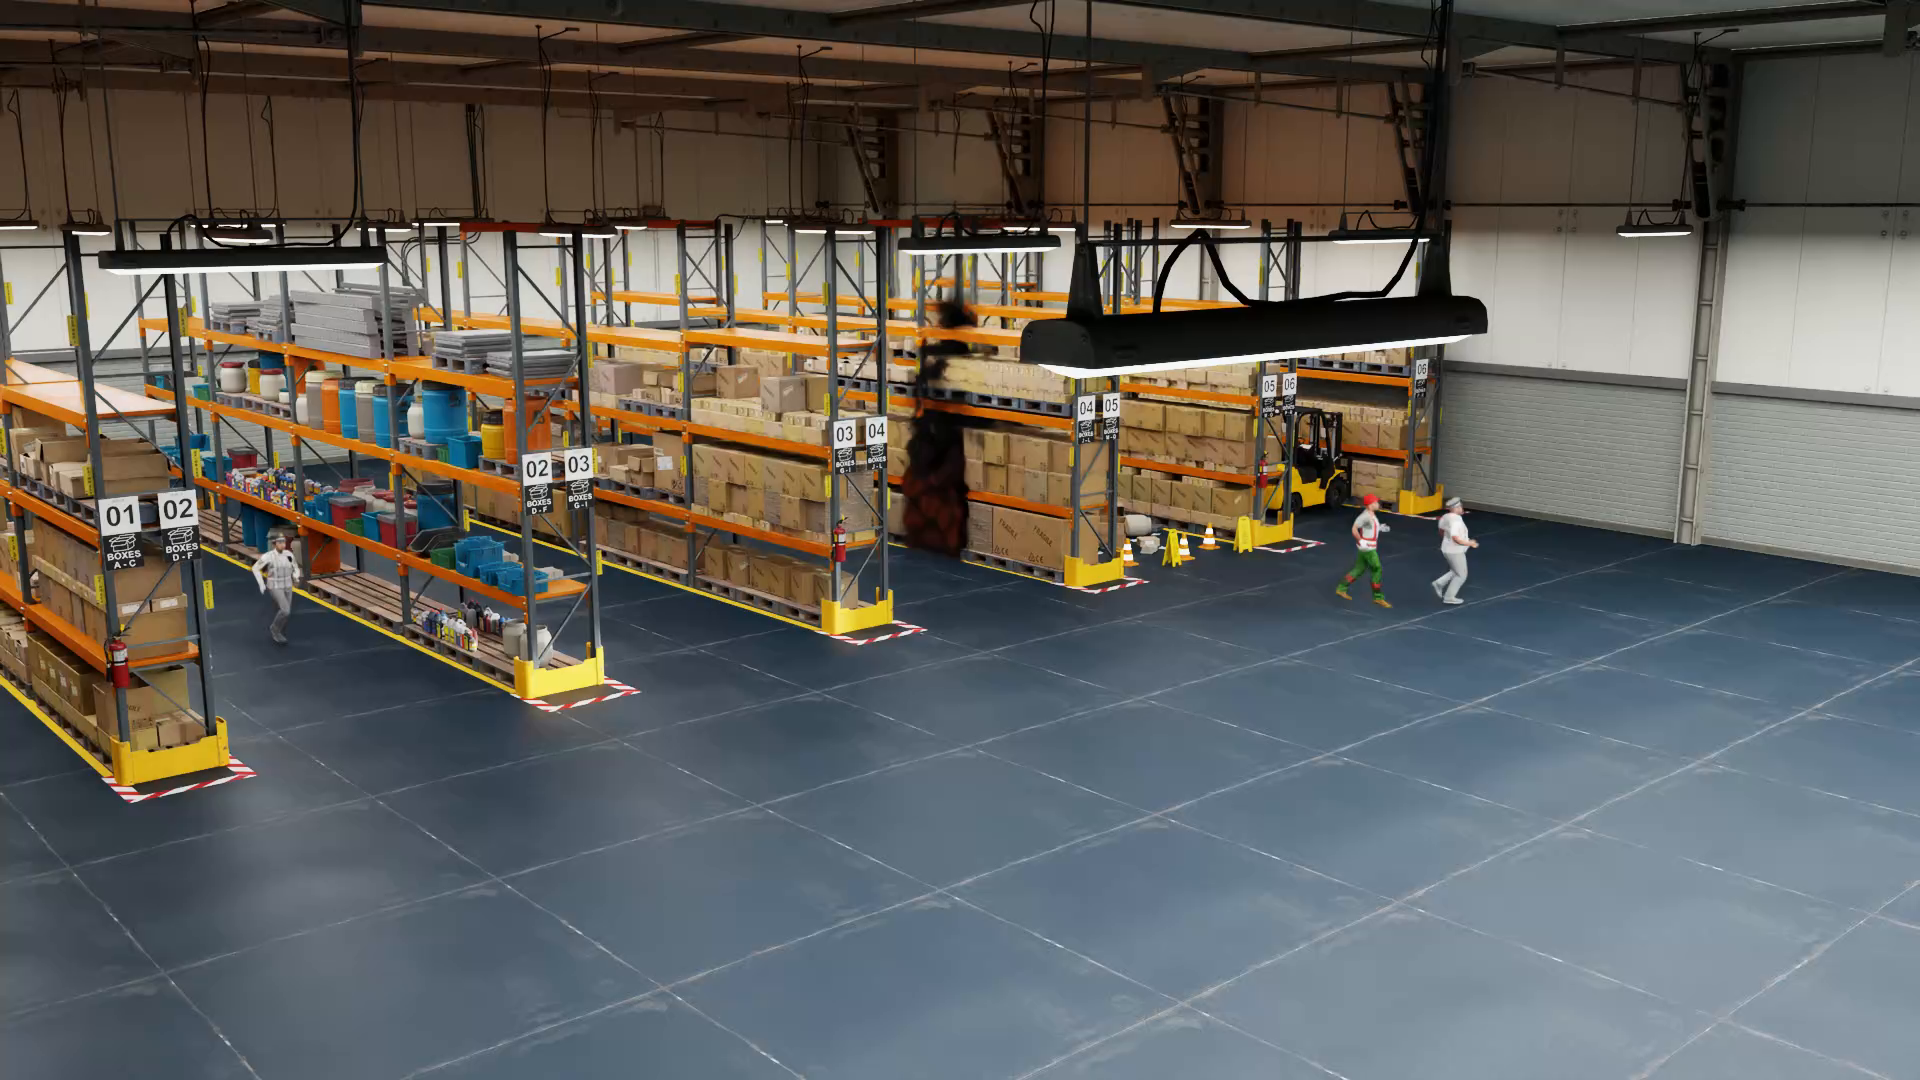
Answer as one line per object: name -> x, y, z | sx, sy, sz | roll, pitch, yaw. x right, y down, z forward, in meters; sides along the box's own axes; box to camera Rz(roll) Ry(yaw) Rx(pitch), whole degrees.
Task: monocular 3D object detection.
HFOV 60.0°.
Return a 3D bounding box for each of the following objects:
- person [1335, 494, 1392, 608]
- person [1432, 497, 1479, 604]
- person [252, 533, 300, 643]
person -> 6.473, 0.155, 26.554 | 0.908, 1.818, 0.628 | 2, 12, 9
person -> 7.948, 0.165, 26.663 | 0.618, 1.728, 0.658 | 0, 11, -1
person -> -9.850, 0.700, 24.149 | 0.684, 1.646, 0.583 | 8, 14, 33
